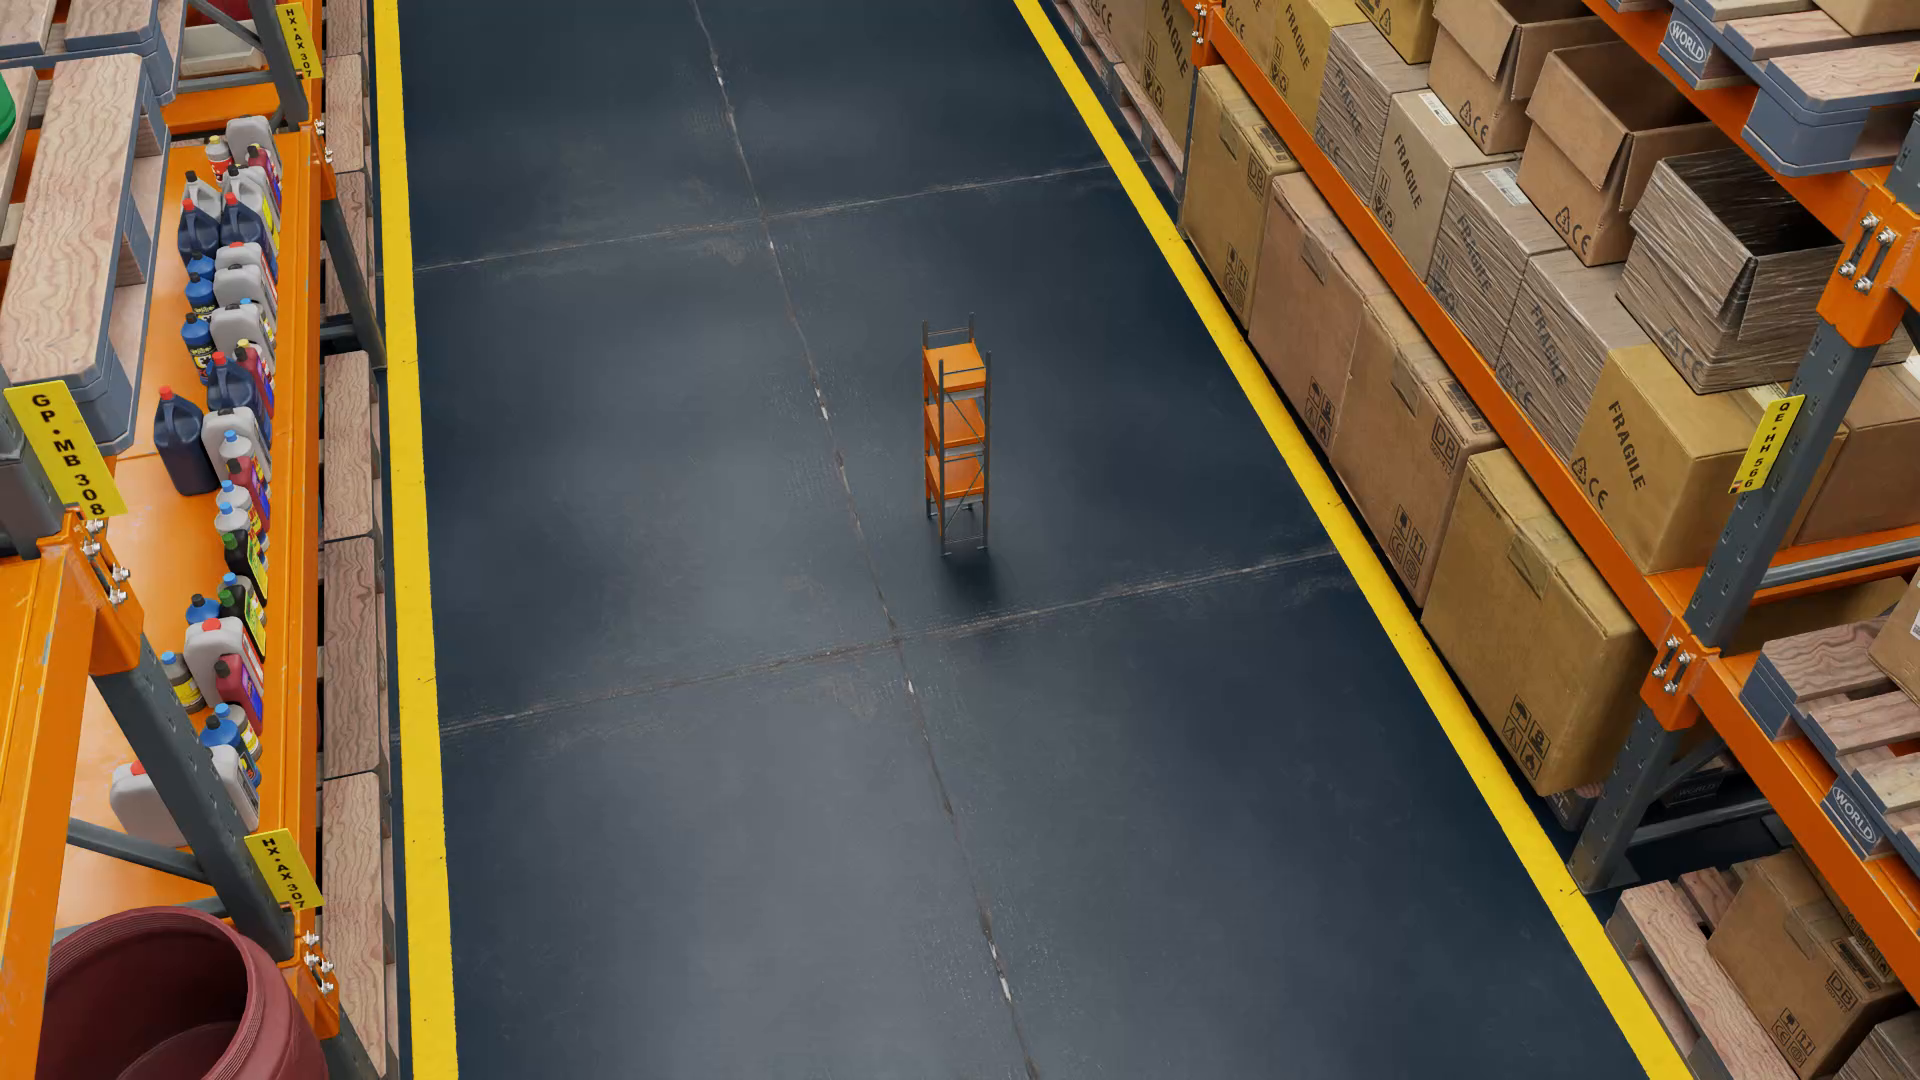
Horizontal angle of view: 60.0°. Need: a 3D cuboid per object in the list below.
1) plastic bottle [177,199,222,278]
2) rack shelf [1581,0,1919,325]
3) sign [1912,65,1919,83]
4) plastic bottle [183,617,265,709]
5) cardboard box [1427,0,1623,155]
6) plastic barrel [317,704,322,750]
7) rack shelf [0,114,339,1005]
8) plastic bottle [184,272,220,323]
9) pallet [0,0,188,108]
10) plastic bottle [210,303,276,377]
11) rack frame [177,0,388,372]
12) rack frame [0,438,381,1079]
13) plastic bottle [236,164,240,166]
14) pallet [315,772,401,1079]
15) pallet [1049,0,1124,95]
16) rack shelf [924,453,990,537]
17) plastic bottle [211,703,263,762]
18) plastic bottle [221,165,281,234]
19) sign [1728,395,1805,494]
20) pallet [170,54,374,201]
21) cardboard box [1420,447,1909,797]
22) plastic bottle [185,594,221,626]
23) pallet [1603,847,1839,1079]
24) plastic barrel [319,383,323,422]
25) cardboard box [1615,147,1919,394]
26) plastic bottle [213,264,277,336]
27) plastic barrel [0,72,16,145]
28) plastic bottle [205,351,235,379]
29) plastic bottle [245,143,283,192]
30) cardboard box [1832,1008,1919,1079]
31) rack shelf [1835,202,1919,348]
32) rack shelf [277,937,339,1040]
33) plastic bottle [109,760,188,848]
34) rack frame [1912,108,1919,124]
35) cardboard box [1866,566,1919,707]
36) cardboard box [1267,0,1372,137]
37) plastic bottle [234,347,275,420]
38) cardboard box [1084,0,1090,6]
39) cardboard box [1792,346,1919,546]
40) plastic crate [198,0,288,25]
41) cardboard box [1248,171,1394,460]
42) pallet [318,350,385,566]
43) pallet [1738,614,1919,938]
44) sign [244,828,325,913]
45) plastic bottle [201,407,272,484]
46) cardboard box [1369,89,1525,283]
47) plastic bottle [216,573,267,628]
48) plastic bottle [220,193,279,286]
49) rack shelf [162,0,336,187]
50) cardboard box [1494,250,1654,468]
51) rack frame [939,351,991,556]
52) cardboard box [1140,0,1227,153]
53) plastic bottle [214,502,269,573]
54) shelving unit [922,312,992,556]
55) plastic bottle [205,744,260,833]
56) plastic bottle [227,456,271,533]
[{"bbox_3d":[-2.718,-1.054,5.968,0.144,0.351,0.185,-11,47,-10],"label":"plastic bottle"},{"bbox_3d":[2.122,-2.123,5.384,1.077,0.370,4.000,-11,47,-10],"label":"rack shelf"},{"bbox_3d":[2.096,-1.107,3.467,0.100,0.325,0.005,-11,47,-10],"label":"sign"},{"bbox_3d":[-2.070,0.328,4.666,0.152,0.276,0.135,-11,47,-10],"label":"plastic bottle"},{"bbox_3d":[2.121,-1.750,5.843,0.797,0.503,0.637,-9,46,-9],"label":"cardboard box"},{"bbox_3d":[-2.584,0.544,5.761,0.600,0.588,0.708,-11,47,-10],"label":"plastic barrel"},{"bbox_3d":[-2.665,-0.167,5.568,1.077,0.370,4.000,-11,47,-10],"label":"rack shelf"},{"bbox_3d":[-2.623,-0.813,5.787,0.097,0.271,0.097,0,46,0],"label":"plastic bottle"},{"bbox_3d":[-2.589,-1.478,4.381,1.003,0.211,1.213,-11,47,-10],"label":"pallet"},{"bbox_3d":[-2.448,-0.690,5.664,0.152,0.276,0.135,-11,47,-10],"label":"plastic bottle"},{"bbox_3d":[-3.177,-1.800,6.665,1.000,3.000,0.127,-11,47,-10],"label":"rack frame"},{"bbox_3d":[-2.153,0.962,3.958,1.000,3.000,0.127,-11,47,-10],"label":"rack frame"},{"bbox_3d":[-2.733,-1.339,6.352,0.097,0.201,0.097,0,46,0],"label":"plastic bottle"},{"bbox_3d":[-2.396,1.401,5.480,1.003,0.211,1.213,-11,47,-10],"label":"pallet"},{"bbox_3d":[1.176,-3.113,9.904,1.003,0.211,1.213,-11,47,-10],"label":"pallet"},{"bbox_3d":[-0.014,-0.202,6.868,0.215,0.259,0.240,-11,47,-10],"label":"rack shelf"},{"bbox_3d":[-1.980,0.521,4.529,0.097,0.201,0.097,0,46,0],"label":"plastic bottle"},{"bbox_3d":[-2.671,-1.291,6.253,0.152,0.276,0.135,-11,47,-10],"label":"plastic bottle"},{"bbox_3d":[2.099,-0.245,4.330,0.100,0.325,0.005,-11,47,-10],"label":"sign"},{"bbox_3d":[-3.719,-2.168,8.978,1.003,0.211,1.213,-11,47,-10],"label":"pallet"},{"bbox_3d":[2.478,0.172,5.925,1.225,0.875,0.875,-13,47,-12],"label":"cardboard box"},{"bbox_3d":[-2.132,0.255,4.740,0.097,0.271,0.097,0,46,0],"label":"plastic bottle"},{"bbox_3d":[2.833,1.572,5.313,1.003,0.211,1.213,-11,47,-10],"label":"pallet"},{"bbox_3d":[-3.055,-0.834,6.893,0.600,0.901,0.708,-11,47,-10],"label":"plastic barrel"},{"bbox_3d":[2.463,-0.838,4.949,0.797,0.503,0.637,-9,46,-9],"label":"cardboard box"},{"bbox_3d":[-2.507,-0.850,5.821,0.152,0.276,0.135,-11,47,-10],"label":"plastic bottle"},{"bbox_3d":[-2.202,-0.954,3.550,0.294,0.245,0.294,0,46,0],"label":"plastic barrel"},{"bbox_3d":[-2.416,-0.510,5.491,0.097,0.271,0.097,0,46,0],"label":"plastic bottle"},{"bbox_3d":[-2.708,-1.442,6.453,0.097,0.201,0.097,0,46,0],"label":"plastic bottle"},{"bbox_3d":[2.980,1.616,4.758,0.700,0.500,0.500,-14,47,-14],"label":"cardboard box"},{"bbox_3d":[3.146,0.639,2.678,1.077,0.370,4.000,-11,47,-10],"label":"rack shelf"},{"bbox_3d":[-1.641,2.594,2.862,1.077,0.370,4.000,-11,47,-10],"label":"rack shelf"},{"bbox_3d":[-2.099,0.675,4.326,0.152,0.276,0.135,-11,47,-10],"label":"plastic bottle"},{"bbox_3d":[2.634,-2.044,2.703,1.000,3.000,0.127,-11,47,-10],"label":"rack frame"},{"bbox_3d":[2.811,0.240,4.302,0.500,0.500,0.500,-16,48,-15],"label":"cardboard box"},{"bbox_3d":[1.616,-2.030,6.820,0.500,0.500,0.500,-11,47,-10],"label":"cardboard box"},{"bbox_3d":[-2.344,-0.541,5.513,0.061,0.283,0.133,-11,47,-10],"label":"plastic bottle"},{"bbox_3d":[1.061,-3.815,9.833,0.875,0.875,0.875,-11,47,-10],"label":"cardboard box"},{"bbox_3d":[2.773,-0.364,5.188,0.500,0.500,0.500,-9,46,-9],"label":"cardboard box"},{"bbox_3d":[-3.164,-2.506,7.269,0.402,0.464,0.583,-11,47,-10],"label":"plastic crate"},{"bbox_3d":[2.023,-1.054,7.127,1.225,0.875,0.875,-12,47,-12],"label":"cardboard box"},{"bbox_3d":[-3.020,-0.284,7.131,1.003,0.211,1.213,-11,47,-10],"label":"pallet"},{"bbox_3d":[2.920,0.596,4.451,1.213,0.211,1.003,-11,47,-10],"label":"pallet"},{"bbox_3d":[-1.623,0.799,4.003,0.100,0.325,0.005,-11,47,-10],"label":"sign"},{"bbox_3d":[-2.307,-0.310,5.291,0.152,0.276,0.135,-11,47,-10],"label":"plastic bottle"},{"bbox_3d":[1.881,-1.329,6.133,0.500,0.500,0.500,-10,46,-10],"label":"cardboard box"},{"bbox_3d":[-2.108,0.177,4.866,0.097,0.201,0.097,0,46,0],"label":"plastic bottle"},{"bbox_3d":[-2.578,-1.080,5.994,0.144,0.351,0.185,-11,47,-10],"label":"plastic bottle"},{"bbox_3d":[-3.689,-2.929,8.275,1.077,0.370,4.000,-11,47,-10],"label":"rack shelf"},{"bbox_3d":[2.147,-0.620,5.438,0.500,0.500,0.500,-11,47,-11],"label":"cardboard box"},{"bbox_3d":[0.018,-0.320,6.579,0.200,1.050,0.008,-11,47,-10],"label":"rack frame"},{"bbox_3d":[1.519,-2.579,8.622,0.875,0.875,0.875,-11,47,-10],"label":"cardboard box"},{"bbox_3d":[-2.167,-0.007,4.998,0.097,0.271,0.097,0,46,0],"label":"plastic bottle"},{"bbox_3d":[-0.014,-0.404,6.662,0.215,1.050,0.252,-11,47,-10],"label":"shelving unit"},{"bbox_3d":[-1.952,0.647,4.353,0.152,0.276,0.135,-11,47,-10],"label":"plastic bottle"},{"bbox_3d":[-2.203,-0.162,5.140,0.061,0.283,0.133,-11,47,-10],"label":"plastic bottle"}]
